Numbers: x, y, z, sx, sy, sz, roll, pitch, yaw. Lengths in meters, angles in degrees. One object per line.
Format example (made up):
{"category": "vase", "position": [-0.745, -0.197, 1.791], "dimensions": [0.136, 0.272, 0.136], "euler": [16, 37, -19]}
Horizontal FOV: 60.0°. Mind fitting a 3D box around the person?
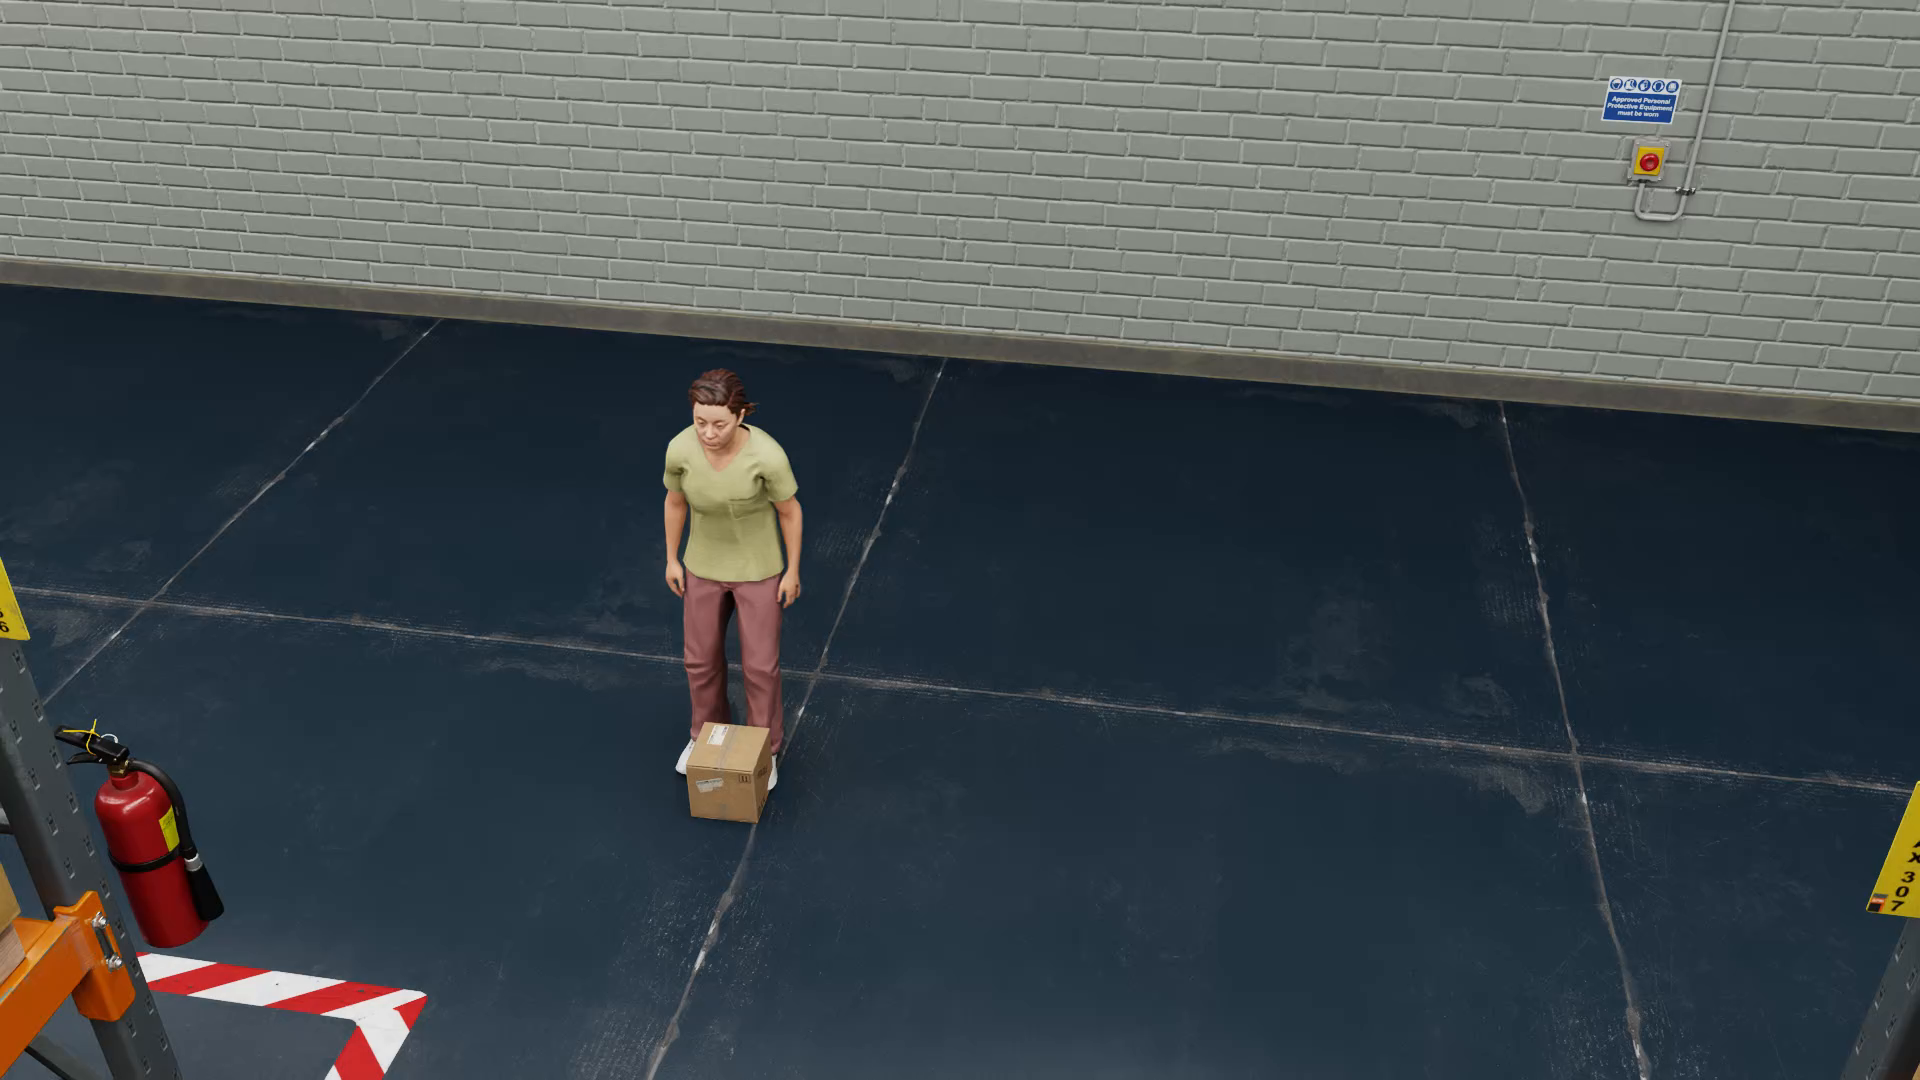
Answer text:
{"category": "person", "position": [-0.814, 0.138, 5.923], "dimensions": [0.500, 1.673, 0.404], "euler": [5, 33, 8]}
